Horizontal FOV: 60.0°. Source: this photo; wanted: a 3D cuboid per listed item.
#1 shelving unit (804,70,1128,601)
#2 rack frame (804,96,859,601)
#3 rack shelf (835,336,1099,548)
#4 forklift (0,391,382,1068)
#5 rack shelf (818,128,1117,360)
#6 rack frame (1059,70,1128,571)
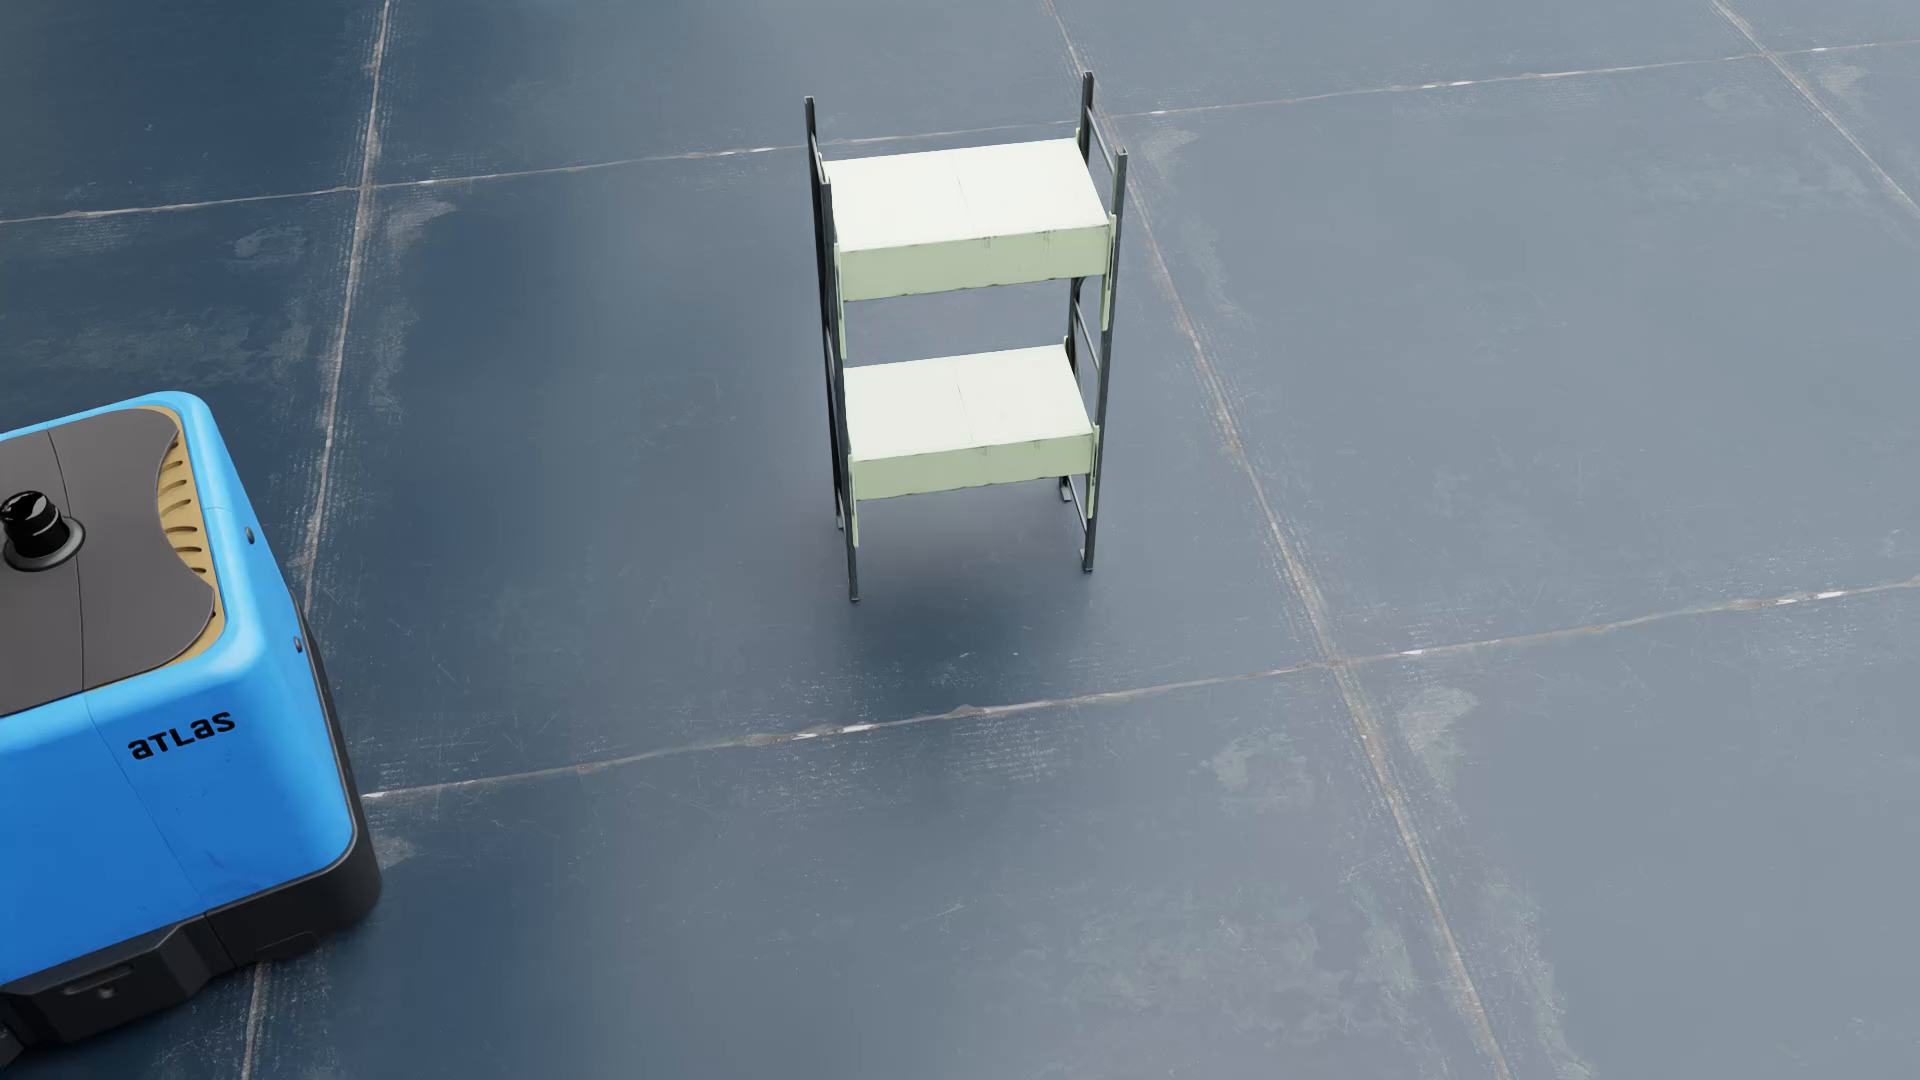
[{"bbox_3d":[0.007,-0.521,4.711,0.755,1.500,0.431,-7,46,-7],"label":"shelving unit"},{"bbox_3d":[-0.354,-0.476,4.667,0.023,1.500,0.400,-7,46,-7],"label":"rack frame"},{"bbox_3d":[0.007,-0.295,4.945,0.720,0.370,0.431,-7,46,-7],"label":"rack shelf"},{"bbox_3d":[-3.047,0.104,3.114,3.031,2.935,1.130,-19,49,-17],"label":"forklift"},{"bbox_3d":[0.007,-0.792,4.430,0.720,0.370,0.431,-7,46,-7],"label":"rack shelf"},{"bbox_3d":[0.367,-0.566,4.754,0.023,1.500,0.400,-7,46,-7],"label":"rack frame"}]
